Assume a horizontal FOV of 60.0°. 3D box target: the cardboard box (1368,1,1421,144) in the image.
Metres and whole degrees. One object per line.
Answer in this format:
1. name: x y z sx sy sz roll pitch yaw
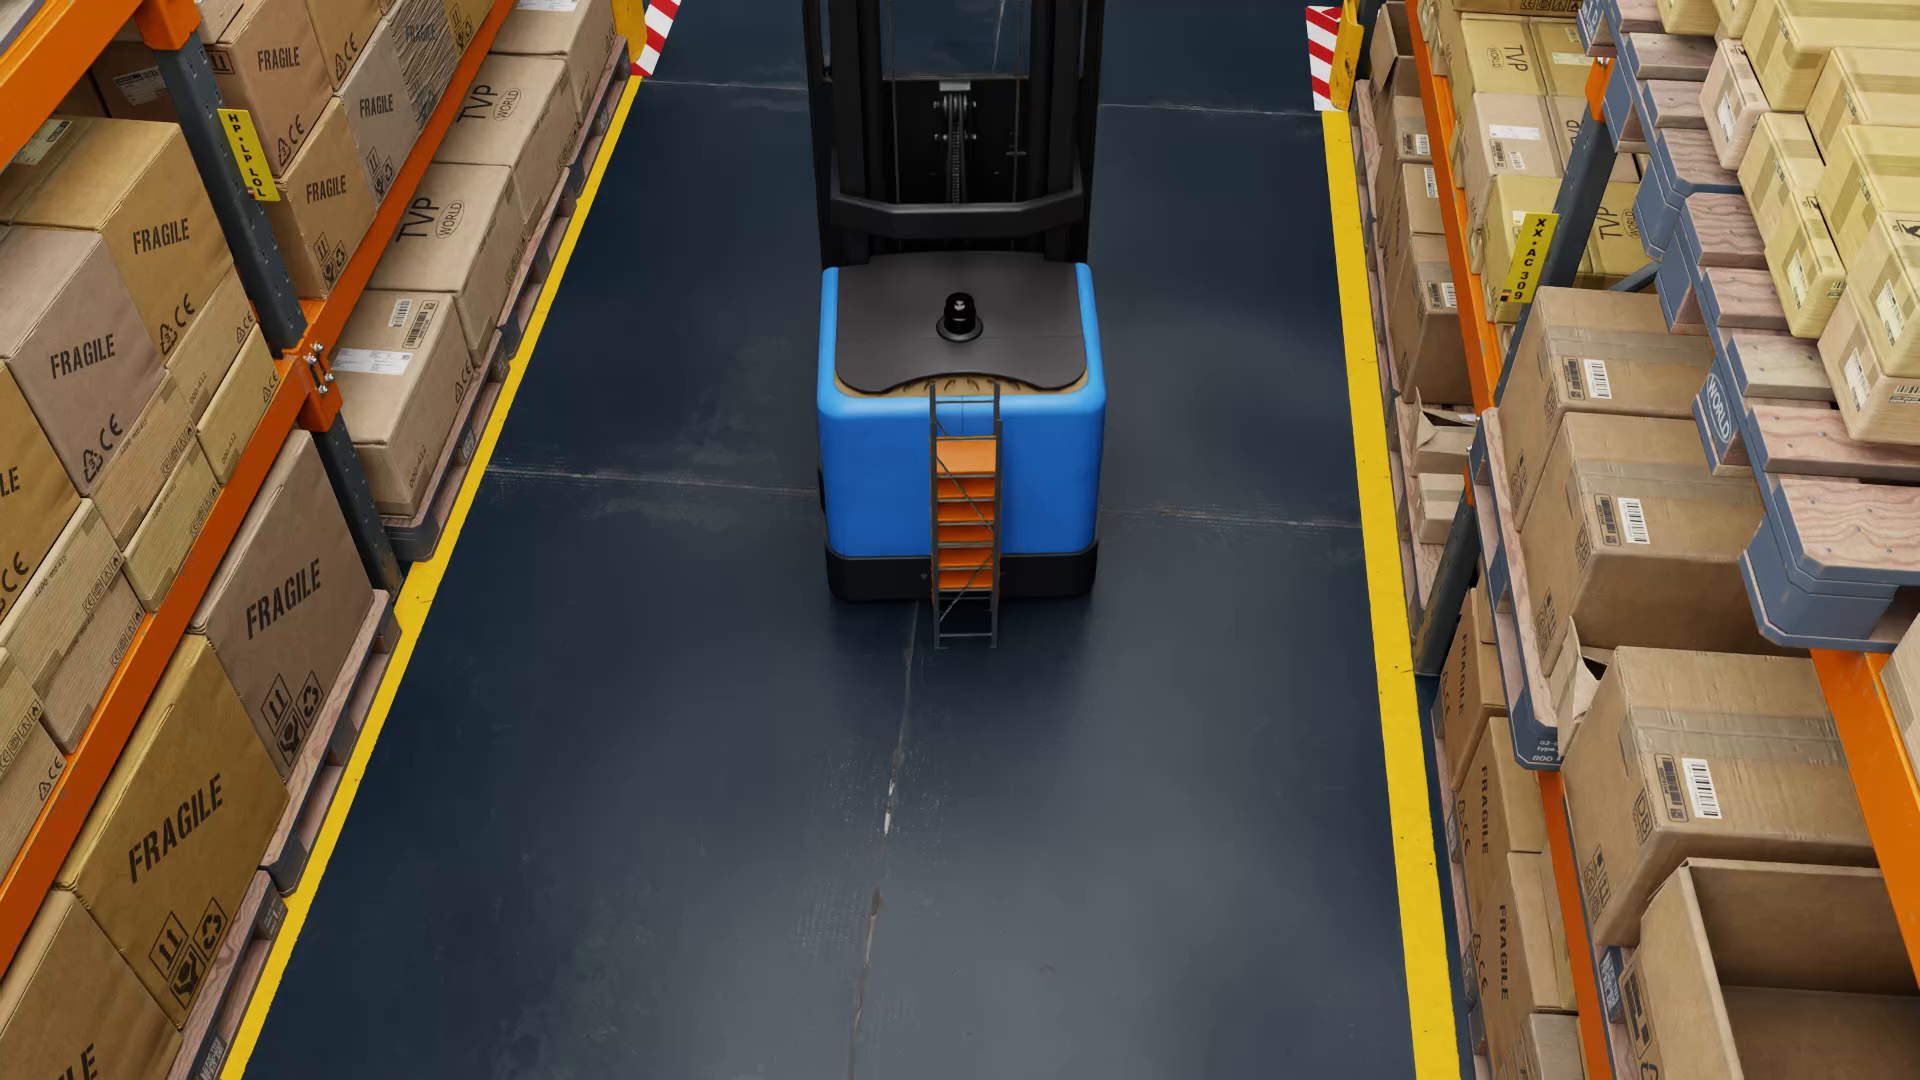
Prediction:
1. cardboard box: 2.440 -2.304 8.258 0.797 0.503 0.637 2 48 2

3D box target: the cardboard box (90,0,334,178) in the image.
1. cardboard box: -2.433 -1.545 5.411 0.500 0.500 0.500 4 48 4

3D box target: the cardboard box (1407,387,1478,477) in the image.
1. cardboard box: 2.016 -0.419 6.695 0.396 0.266 0.258 5 48 5

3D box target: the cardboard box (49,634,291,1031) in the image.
1. cardboard box: -2.769 0.861 5.111 0.875 0.875 0.875 5 48 5

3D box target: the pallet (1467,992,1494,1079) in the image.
1. pallet: 2.081 1.932 4.866 1.003 0.211 1.213 4 48 4

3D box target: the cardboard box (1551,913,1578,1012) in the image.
1. cardboard box: 1.871 1.184 4.630 0.380 0.149 0.250 5 48 5

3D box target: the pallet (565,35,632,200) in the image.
1. pallet: -2.348 -2.245 8.686 1.003 0.211 1.213 4 48 4

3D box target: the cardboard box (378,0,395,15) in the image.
1. cardboard box: -2.323 -2.291 6.093 0.500 0.500 0.500 5 48 4

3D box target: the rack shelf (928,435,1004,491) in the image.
1. rack shelf: 0.019 -0.269 5.781 0.258 0.103 0.180 -1 48 -1

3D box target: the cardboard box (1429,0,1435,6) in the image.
1. cardboard box: 2.192 -2.439 6.874 0.500 0.250 0.500 3 48 3

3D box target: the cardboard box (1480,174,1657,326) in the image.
1. cardboard box: 2.029 -0.949 5.511 0.500 0.250 0.500 5 48 5

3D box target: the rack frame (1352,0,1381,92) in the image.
1. rack frame: 2.590 -3.448 7.897 1.000 3.000 0.127 4 48 4

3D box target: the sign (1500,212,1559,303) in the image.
1. sign: 1.685 -0.832 4.917 0.100 0.325 0.005 4 48 4

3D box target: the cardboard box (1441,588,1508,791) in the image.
1. cardboard box: 1.958 0.534 5.665 0.500 0.500 0.500 6 48 5

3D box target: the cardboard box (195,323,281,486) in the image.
1. cardboard box: -2.508 -0.443 5.250 0.500 0.250 0.500 3 48 3

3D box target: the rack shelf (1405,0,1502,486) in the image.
1. rack shelf: 2.408 -1.736 6.818 1.077 0.370 4.000 4 48 4

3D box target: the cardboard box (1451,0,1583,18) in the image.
1. cardboard box: 2.144 -2.333 6.269 0.500 0.500 0.500 5 48 5

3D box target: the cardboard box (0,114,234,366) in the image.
1. cardboard box: -2.508 -0.866 4.790 0.500 0.500 0.500 5 48 5

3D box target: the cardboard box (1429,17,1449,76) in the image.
1. cardboard box: 2.116 -2.002 6.744 0.380 0.149 0.250 5 48 4

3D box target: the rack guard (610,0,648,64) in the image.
1. rack guard: -2.351 -2.953 9.138 1.175 0.500 0.348 4 48 4

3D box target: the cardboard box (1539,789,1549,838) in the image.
1. cardboard box: 1.956 0.820 4.963 0.380 0.149 0.250 3 48 3

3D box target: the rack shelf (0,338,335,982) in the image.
1. rack shelf: -2.900 0.873 4.432 1.077 0.370 4.000 4 48 4

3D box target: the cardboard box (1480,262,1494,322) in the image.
1. cardboard box: 2.005 -0.868 5.707 0.380 0.149 0.250 5 48 5

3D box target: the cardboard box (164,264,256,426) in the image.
1. cardboard box: -2.516 -0.618 5.071 0.500 0.250 0.500 4 48 3

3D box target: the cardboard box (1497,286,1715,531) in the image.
1. cardboard box: 1.959 -0.344 4.705 0.700 0.500 0.500 5 48 5

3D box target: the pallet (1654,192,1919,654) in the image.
1. pallet: 2.005 -0.221 3.040 1.213 0.211 1.003 4 48 4

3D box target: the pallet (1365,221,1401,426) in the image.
1. pallet: 2.398 -0.971 7.521 1.003 0.211 1.213 4 48 4

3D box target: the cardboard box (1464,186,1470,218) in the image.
1. cardboard box: 2.056 -1.252 6.058 0.380 0.149 0.250 5 48 5

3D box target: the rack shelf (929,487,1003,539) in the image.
1. rack shelf: 0.019 -0.107 5.958 0.258 0.103 0.180 -1 48 -1

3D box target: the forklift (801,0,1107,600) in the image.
1. forklift: -0.031 -1.831 6.465 1.130 2.935 3.031 -1 48 -1

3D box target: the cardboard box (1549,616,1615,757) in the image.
1. cardboard box: 1.717 0.390 4.193 0.396 0.266 0.258 6 48 5

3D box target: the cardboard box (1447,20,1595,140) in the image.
1. cardboard box: 2.119 -1.684 6.183 0.500 0.250 0.500 4 48 3

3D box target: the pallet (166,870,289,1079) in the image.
1. pallet: -2.822 1.572 5.195 1.003 0.211 1.213 4 48 4

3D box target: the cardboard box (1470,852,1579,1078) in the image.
1. cardboard box: 1.869 1.292 4.971 0.500 0.500 0.500 3 48 2

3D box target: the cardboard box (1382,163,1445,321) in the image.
1. cardboard box: 2.176 -1.296 7.338 0.500 0.500 0.500 5 48 4

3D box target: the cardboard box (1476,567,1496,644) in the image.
1. cardboard box: 1.928 0.220 5.512 0.380 0.149 0.250 6 48 5

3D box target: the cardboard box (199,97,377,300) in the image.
1. cardboard box: -2.414 -1.201 5.774 0.500 0.500 0.500 5 48 5

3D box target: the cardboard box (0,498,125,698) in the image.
1. cardboard box: -2.595 0.131 4.386 0.500 0.250 0.500 5 48 4

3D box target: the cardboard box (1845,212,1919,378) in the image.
1. cardboard box: 1.680 -0.387 2.680 0.380 0.149 0.250 4 48 4

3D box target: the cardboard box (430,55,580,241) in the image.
1. cardboard box: -2.389 -1.891 7.925 0.875 0.438 0.875 5 48 5

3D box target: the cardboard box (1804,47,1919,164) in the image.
1. cardboard box: 1.781 -0.755 3.017 0.380 0.149 0.250 4 48 4

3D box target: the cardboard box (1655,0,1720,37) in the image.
1. cardboard box: 1.744 -1.231 3.654 0.380 0.149 0.250 4 48 4

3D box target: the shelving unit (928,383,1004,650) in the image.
1. shelving unit: 0.019 -0.056 6.014 0.258 1.200 0.189 -1 48 -1

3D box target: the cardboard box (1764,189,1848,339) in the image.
1. cardboard box: 1.680 -0.482 2.969 0.380 0.149 0.250 5 48 4

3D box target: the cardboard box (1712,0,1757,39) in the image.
1. cardboard box: 1.743 -1.138 3.367 0.380 0.149 0.250 3 48 3

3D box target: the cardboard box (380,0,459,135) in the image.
1. cardboard box: -2.313 -1.935 6.445 0.500 0.500 0.500 4 48 4

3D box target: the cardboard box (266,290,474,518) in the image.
1. cardboard box: -2.554 -0.571 6.717 0.875 0.438 0.875 3 48 3

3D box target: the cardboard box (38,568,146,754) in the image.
1. cardboard box: -2.620 0.301 4.569 0.500 0.250 0.500 3 48 2

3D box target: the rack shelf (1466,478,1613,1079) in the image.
1. rack shelf: 2.043 1.204 4.130 1.077 0.370 4.000 4 48 4

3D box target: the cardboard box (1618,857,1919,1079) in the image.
1. cardboard box: 1.826 1.042 3.435 0.797 0.503 0.637 3 48 3

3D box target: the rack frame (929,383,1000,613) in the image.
1. rack frame: 0.016 -0.124 6.076 0.240 1.200 0.006 -1 48 -1

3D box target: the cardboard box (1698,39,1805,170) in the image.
1. cardboard box: 1.711 -0.858 3.313 0.380 0.149 0.250 4 48 4

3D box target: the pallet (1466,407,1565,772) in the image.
1. pallet: 2.044 0.136 4.749 1.003 0.211 1.213 4 48 4

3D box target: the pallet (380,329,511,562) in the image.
1. pallet: -2.570 -0.452 7.046 1.003 0.211 1.213 4 48 4

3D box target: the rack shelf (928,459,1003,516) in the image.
1. rack shelf: 0.019 -0.188 5.870 0.258 0.103 0.180 -1 48 -1

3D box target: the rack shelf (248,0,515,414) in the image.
1. rack shelf: -2.535 -2.067 7.121 1.077 0.370 4.000 4 48 4

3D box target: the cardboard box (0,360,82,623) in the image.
1. cardboard box: -2.614 -0.114 4.102 0.500 0.500 0.500 5 48 5
